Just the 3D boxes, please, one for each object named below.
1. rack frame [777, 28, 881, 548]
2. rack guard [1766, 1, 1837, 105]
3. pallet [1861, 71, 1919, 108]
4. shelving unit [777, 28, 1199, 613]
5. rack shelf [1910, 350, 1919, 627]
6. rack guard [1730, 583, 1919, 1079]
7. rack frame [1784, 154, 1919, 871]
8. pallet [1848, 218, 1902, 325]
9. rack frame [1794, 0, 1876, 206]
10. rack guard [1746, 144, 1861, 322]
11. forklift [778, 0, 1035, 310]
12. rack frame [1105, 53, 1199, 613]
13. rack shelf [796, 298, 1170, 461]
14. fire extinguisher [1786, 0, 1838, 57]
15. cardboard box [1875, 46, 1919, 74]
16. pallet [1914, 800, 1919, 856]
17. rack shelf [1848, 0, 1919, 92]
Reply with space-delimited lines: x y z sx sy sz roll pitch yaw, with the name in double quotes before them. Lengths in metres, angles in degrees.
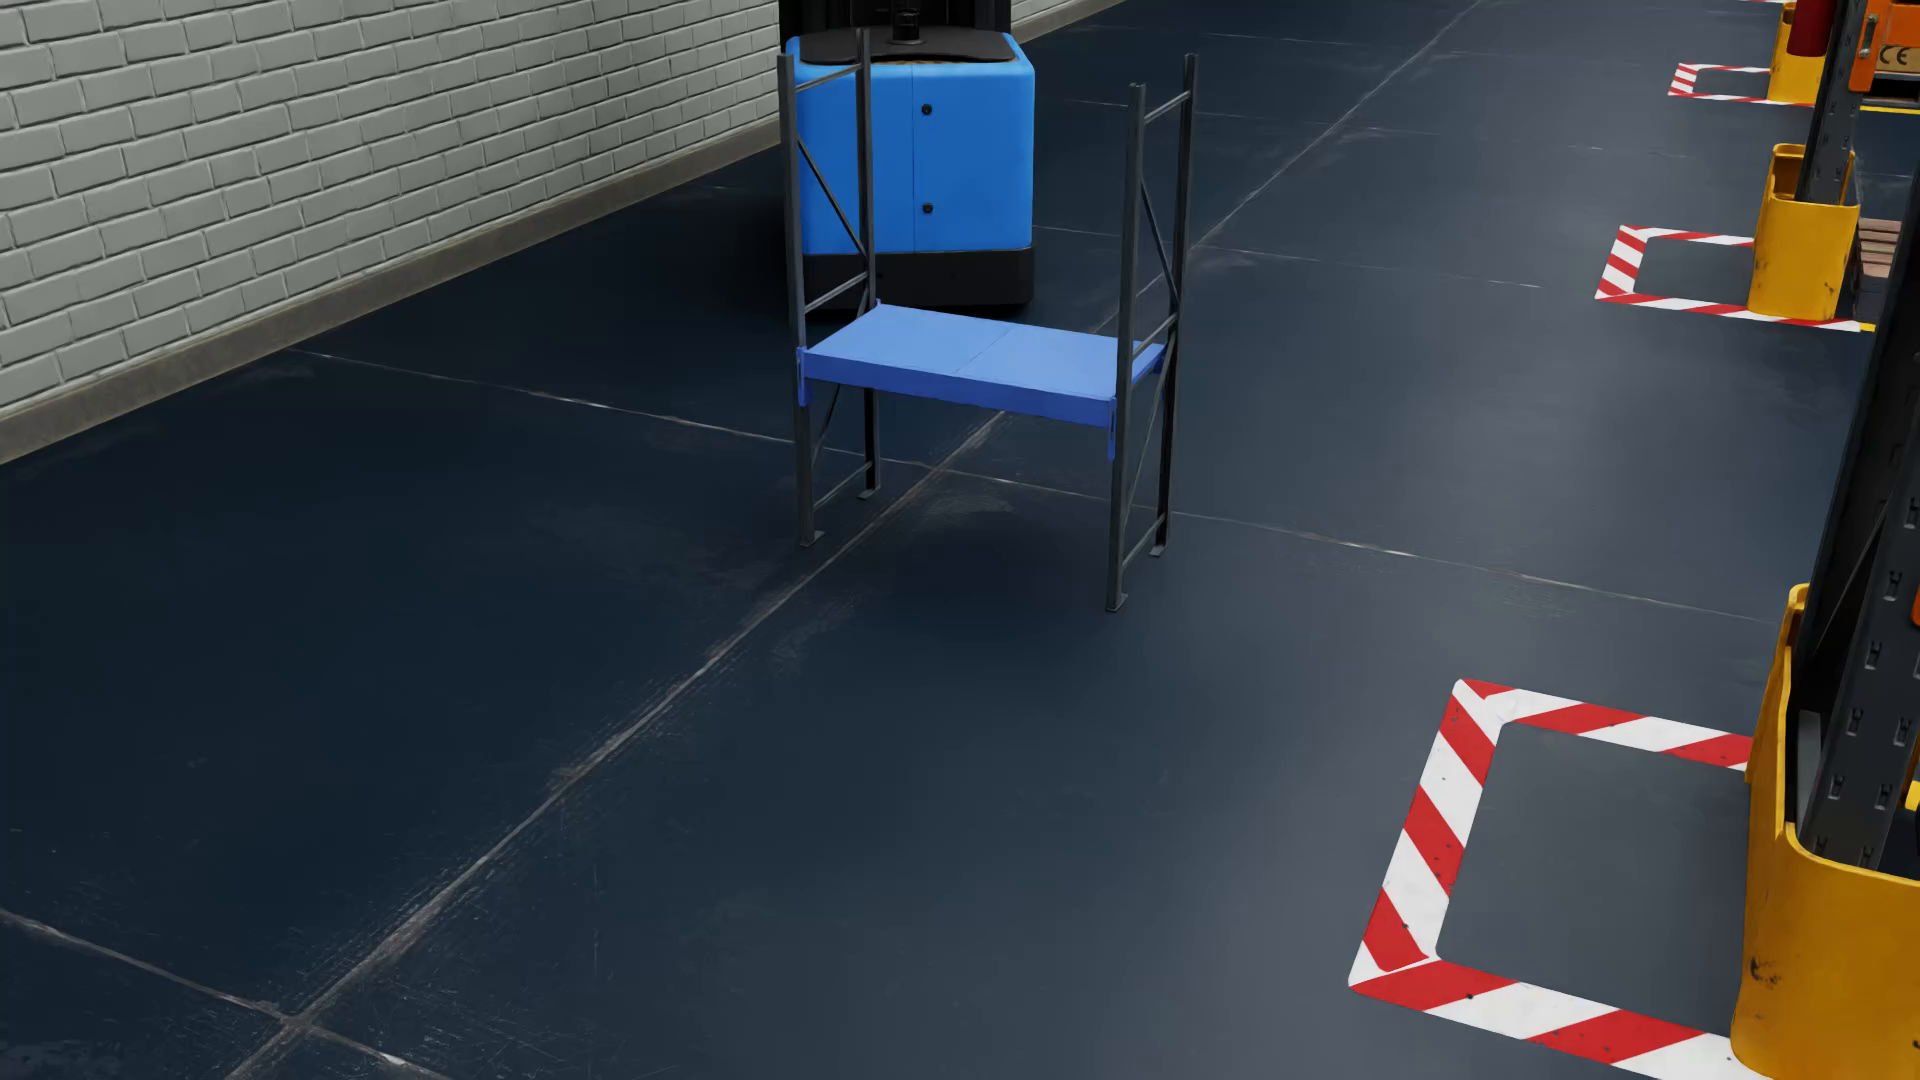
"rack frame" -0.385 -0.750 5.076 0.032 1.500 0.500 11 28 22
"rack guard" 5.891 -3.417 11.625 0.348 0.500 1.175 11 28 22
"pallet" 6.673 -3.169 11.447 1.213 0.211 1.003 11 28 22
"shelving unit" 0.078 -0.657 4.887 1.048 1.500 0.538 11 28 22
"rack shelf" 3.629 0.137 2.391 4.000 0.370 1.077 11 28 22
"rack guard" 1.878 0.584 3.499 0.348 0.500 1.175 11 28 22
"rack frame" 1.808 -0.552 2.975 0.127 3.000 1.000 11 28 22
"pallet" 4.597 -1.125 7.297 1.213 0.211 1.003 11 28 22
"rack frame" 3.862 -2.543 7.019 0.127 3.000 1.000 11 28 22
"rack guard" 3.835 -1.421 7.569 0.348 0.500 1.175 11 28 22
"forklift" -0.327 -2.912 7.846 1.130 2.935 3.031 -2 26 -5
"rack frame" 0.540 -0.564 4.698 0.032 1.500 0.500 11 28 22
"rack shelf" 0.078 -0.496 4.967 1.000 0.185 0.538 11 28 22
"fire extinguisher" 3.913 -2.551 7.545 0.183 0.674 0.296 11 28 22
"cardboard box" 6.528 -3.685 11.268 0.875 0.875 0.875 11 28 22
"pallet" 2.604 0.859 3.267 1.213 0.211 1.003 11 28 22
"rack shelf" 5.683 -1.854 6.435 4.000 0.370 1.077 11 28 22
